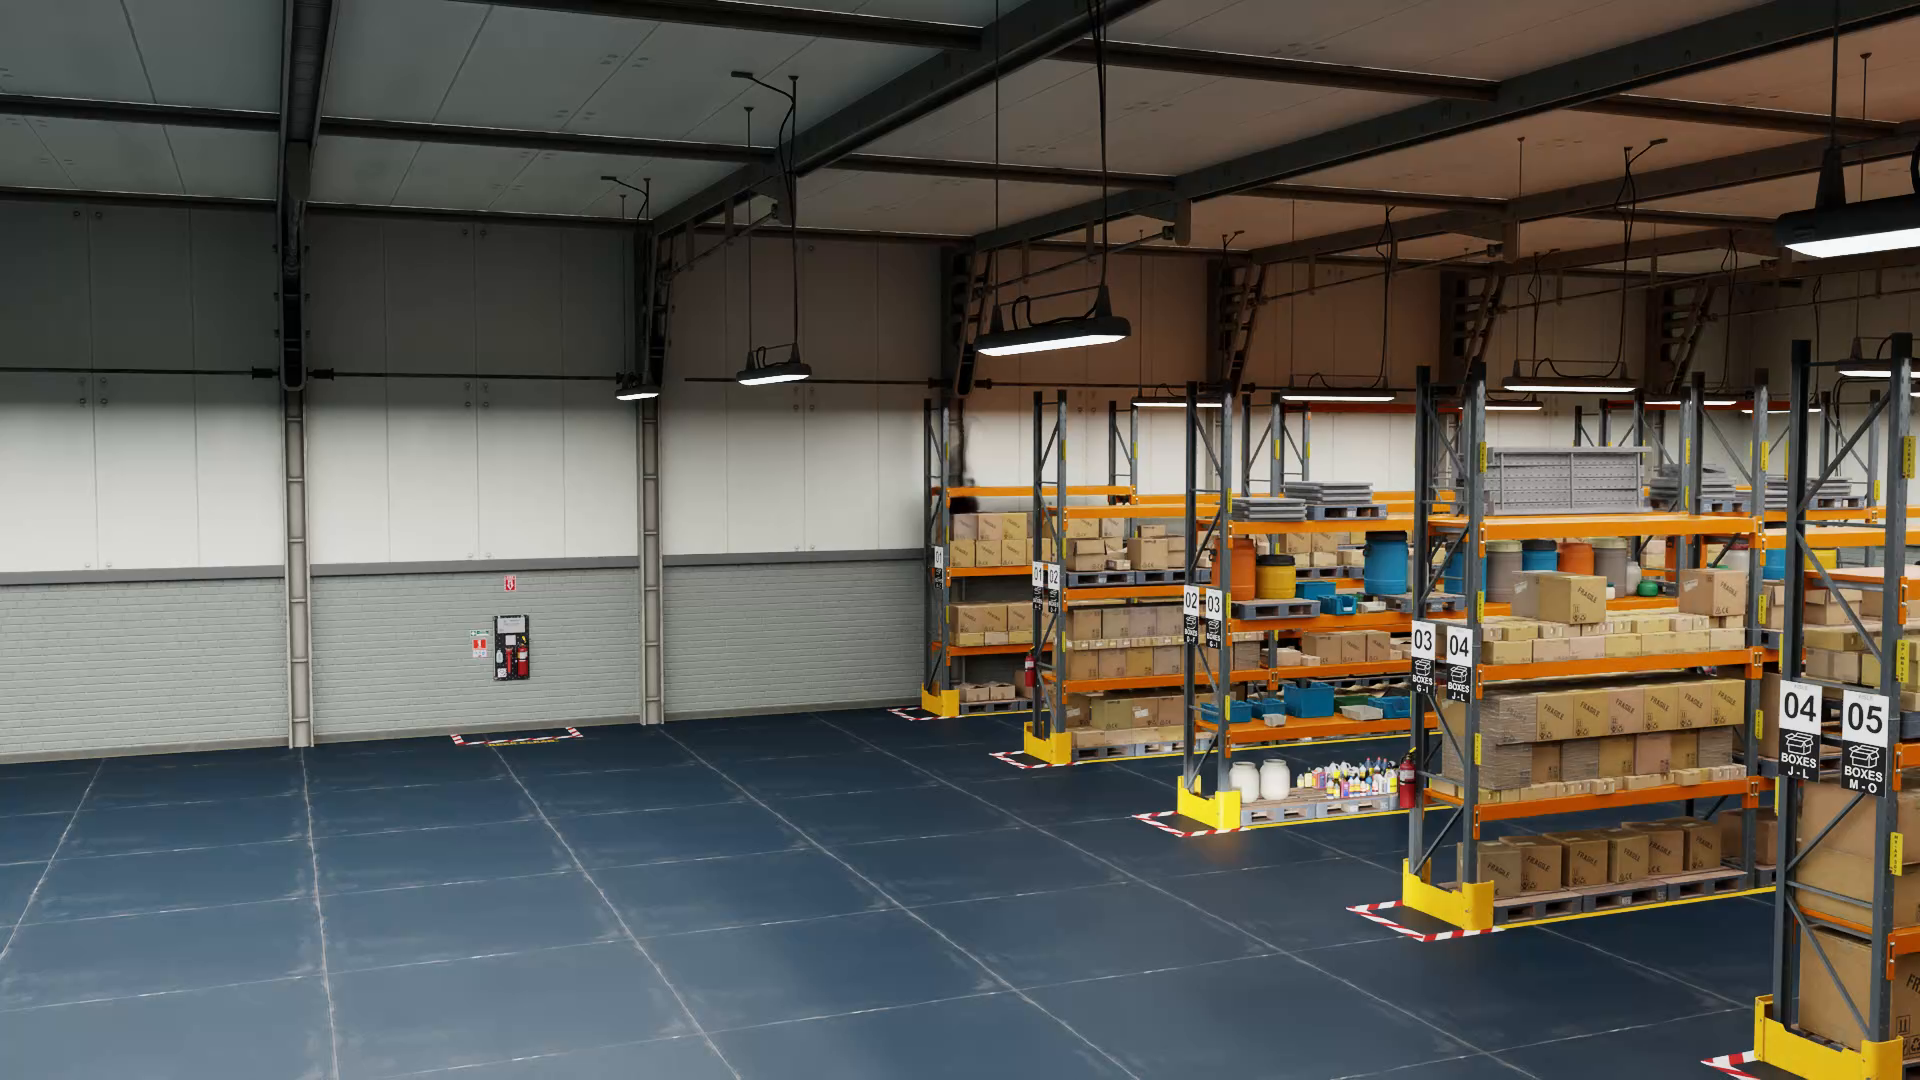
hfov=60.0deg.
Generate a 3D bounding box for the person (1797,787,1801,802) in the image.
[{"bbox_3d":[12.058,3.014,23.811,0.761,1.519,0.613,-2,4,-24],"label":"person"}]
